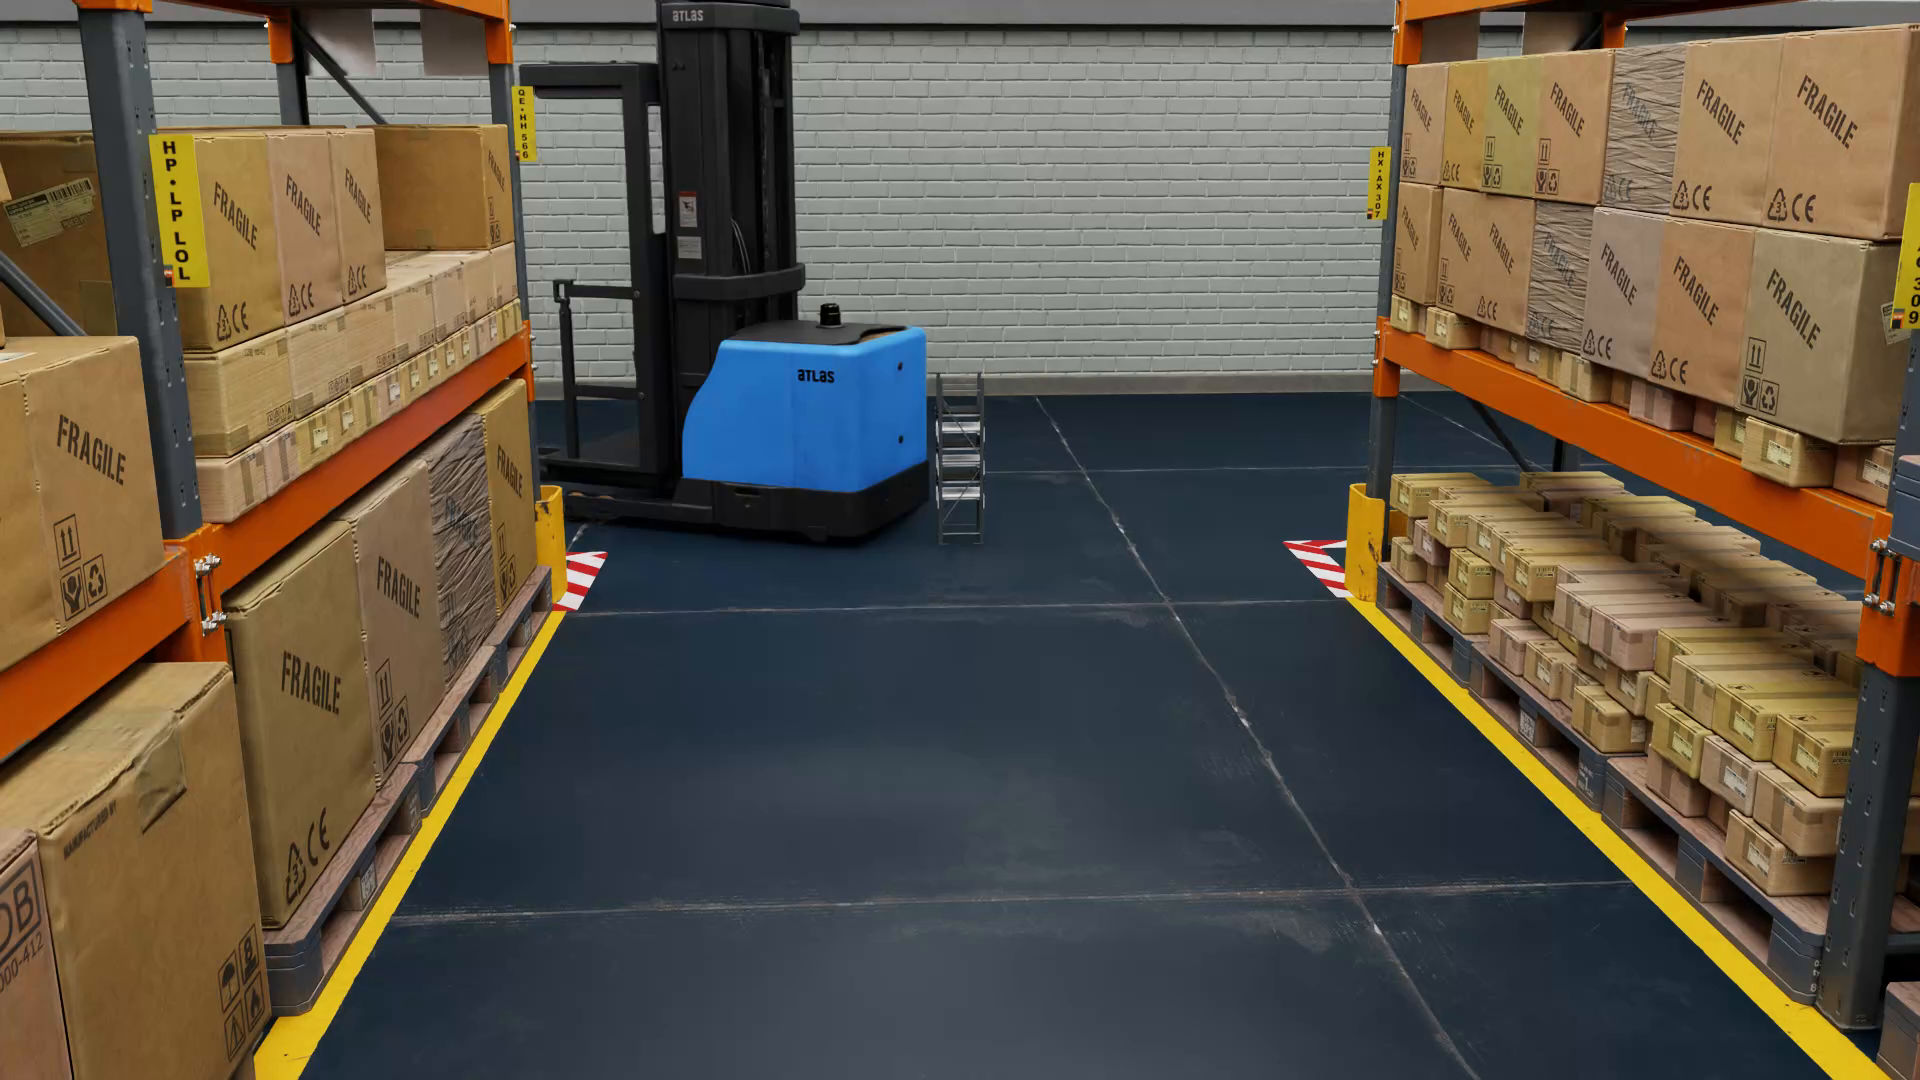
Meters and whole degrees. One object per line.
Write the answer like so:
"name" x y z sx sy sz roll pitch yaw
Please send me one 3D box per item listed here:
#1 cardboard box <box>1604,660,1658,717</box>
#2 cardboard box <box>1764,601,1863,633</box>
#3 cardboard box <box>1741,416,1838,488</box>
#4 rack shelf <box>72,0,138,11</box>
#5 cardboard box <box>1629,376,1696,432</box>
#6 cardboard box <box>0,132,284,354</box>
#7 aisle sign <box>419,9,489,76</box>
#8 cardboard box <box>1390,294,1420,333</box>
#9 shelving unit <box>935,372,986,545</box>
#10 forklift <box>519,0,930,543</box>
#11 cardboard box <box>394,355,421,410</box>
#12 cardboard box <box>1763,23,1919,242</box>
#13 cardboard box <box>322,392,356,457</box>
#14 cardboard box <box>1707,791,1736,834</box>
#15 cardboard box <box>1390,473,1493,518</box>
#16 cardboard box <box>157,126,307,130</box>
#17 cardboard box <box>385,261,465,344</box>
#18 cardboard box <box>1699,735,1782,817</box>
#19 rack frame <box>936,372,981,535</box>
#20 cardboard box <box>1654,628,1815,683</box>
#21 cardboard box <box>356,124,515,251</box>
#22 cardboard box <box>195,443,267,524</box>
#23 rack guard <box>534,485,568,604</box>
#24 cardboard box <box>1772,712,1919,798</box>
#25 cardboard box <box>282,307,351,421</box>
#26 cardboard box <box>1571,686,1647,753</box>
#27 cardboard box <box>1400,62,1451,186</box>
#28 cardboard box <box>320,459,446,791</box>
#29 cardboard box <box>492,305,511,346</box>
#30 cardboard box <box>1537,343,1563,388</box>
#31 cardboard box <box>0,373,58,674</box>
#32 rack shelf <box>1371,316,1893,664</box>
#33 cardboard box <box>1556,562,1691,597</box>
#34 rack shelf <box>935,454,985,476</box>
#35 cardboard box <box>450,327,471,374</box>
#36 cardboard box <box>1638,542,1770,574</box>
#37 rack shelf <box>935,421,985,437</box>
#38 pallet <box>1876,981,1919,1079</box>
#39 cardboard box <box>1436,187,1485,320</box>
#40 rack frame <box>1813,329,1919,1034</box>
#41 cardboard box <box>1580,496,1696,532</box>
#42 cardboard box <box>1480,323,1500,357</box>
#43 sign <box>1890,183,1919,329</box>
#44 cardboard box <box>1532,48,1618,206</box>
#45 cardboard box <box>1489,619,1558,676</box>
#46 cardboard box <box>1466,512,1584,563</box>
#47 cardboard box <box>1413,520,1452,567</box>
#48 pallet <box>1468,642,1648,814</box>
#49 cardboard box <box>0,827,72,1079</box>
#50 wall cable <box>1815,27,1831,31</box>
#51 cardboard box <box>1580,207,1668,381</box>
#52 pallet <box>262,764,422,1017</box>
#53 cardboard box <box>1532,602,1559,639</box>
"cardboard box" 2.362 0.468 5.471 0.380 0.149 0.250 -1 14 -2
"cardboard box" 2.905 0.308 5.494 0.380 0.149 0.250 -1 14 -2
"cardboard box" 2.340 -0.240 4.443 0.380 0.149 0.250 -1 14 -5
"rack shelf" -2.117 -0.787 1.490 1.077 0.370 4.000 -1 14 -3
"cardboard box" 2.345 -0.439 5.216 0.380 0.149 0.250 -2 15 -6
"cardboard box" -2.016 -0.738 4.074 0.500 0.500 0.500 -1 14 -3
"aisle sign" -2.194 -2.457 7.337 0.394 0.787 0.004 -1 14 -3
"cardboard box" 2.161 -1.019 7.472 0.380 0.149 0.250 -1 14 -4
"shelving unit" 0.000 -0.438 8.922 0.258 0.900 0.210 -1 14 -3
"forklift" -1.745 -1.621 9.444 3.031 2.935 1.130 6 16 21
"cardboard box" -2.026 -0.525 5.551 0.380 0.149 0.250 -1 14 -5
"cardboard box" 2.417 -1.021 4.171 0.500 0.500 0.500 -1 14 -5
"cardboard box" -1.979 -0.334 4.807 0.380 0.149 0.250 -1 14 -5
"cardboard box" 2.419 0.787 4.825 0.380 0.149 0.250 0 14 -2
"cardboard box" 2.161 -0.202 7.476 0.380 0.149 0.250 -2 15 -6
"cardboard box" -2.660 -1.233 5.998 0.500 0.500 0.500 -1 14 -5
"cardboard box" -2.131 -0.877 6.121 0.500 0.250 0.500 -1 14 -5
"cardboard box" 2.350 0.661 4.719 0.380 0.149 0.250 -2 15 -6
"rack frame" -0.007 -0.463 9.020 0.240 0.900 0.006 -1 14 -3
"cardboard box" 2.418 0.382 5.205 0.380 0.149 0.250 0 14 -2
"cardboard box" -2.196 -1.493 7.007 0.500 0.500 0.500 -1 14 -3
"cardboard box" -1.927 -0.137 4.045 0.380 0.149 0.250 -1 14 -3
"rack guard" -2.490 0.029 7.908 1.175 0.500 0.348 -1 14 -3
"cardboard box" 2.434 0.573 4.464 0.380 0.149 0.250 0 14 -2
"cardboard box" -2.035 -0.496 4.640 0.500 0.250 0.500 -1 14 -4
"cardboard box" 2.287 0.596 5.569 0.380 0.149 0.250 -1 14 -4
"cardboard box" 2.231 -1.788 7.150 0.500 0.500 0.500 -1 14 -4
"cardboard box" -2.258 0.256 5.433 0.875 0.875 0.875 -1 14 -3
"cardboard box" -2.120 -0.905 7.030 0.380 0.149 0.250 -1 14 -3
"cardboard box" 2.308 -0.632 5.967 0.380 0.149 0.250 0 14 -1
"cardboard box" -1.916 0.007 2.781 0.500 0.500 0.500 0 14 -2
"rack shelf" 2.592 -0.381 5.930 1.077 0.370 4.000 -1 14 -3
"cardboard box" 2.373 0.186 5.968 0.380 0.149 0.250 -1 14 -3
"rack shelf" 0.000 -0.406 8.930 0.258 0.077 0.200 -1 14 -3
"cardboard box" -2.074 -0.716 6.294 0.380 0.149 0.250 -1 14 -5
"cardboard box" 2.785 0.115 6.245 0.380 0.149 0.250 -1 14 -5
"rack shelf" 0.000 -0.580 8.886 0.258 0.077 0.200 -1 14 -3
"pallet" 2.765 1.312 3.502 1.003 0.211 1.213 -1 14 -3
"cardboard box" 2.278 -1.170 6.758 0.500 0.500 0.500 -1 14 -3
"rack frame" 2.716 -0.232 3.907 1.000 3.000 0.127 -1 14 -3
"cardboard box" 2.855 -0.084 7.017 0.380 0.149 0.250 -1 14 -5
"cardboard box" 2.334 -0.827 6.723 0.380 0.149 0.250 0 14 -1
"sign" 2.174 -0.641 3.759 0.100 0.325 0.005 -1 14 -3
"cardboard box" 2.313 -1.406 5.666 0.500 0.500 0.500 -1 14 -5
"cardboard box" 2.247 0.402 6.323 0.380 0.149 0.250 -2 15 -6
"cardboard box" 2.284 -0.010 6.730 0.380 0.149 0.250 -2 15 -6
"cardboard box" 2.205 0.010 7.250 0.380 0.149 0.250 -1 14 -4
"pallet" 2.560 0.648 6.084 1.003 0.211 1.213 -1 14 -3
"cardboard box" -2.125 1.026 2.439 1.225 0.875 0.875 -1 14 -5
"wall cable" 7.029 -3.237 13.487 0.585 1.953 0.123 -1 14 -3
"cardboard box" 2.343 -0.793 5.291 0.500 0.500 0.500 -1 14 -4
"pallet" -2.210 0.980 4.795 1.003 0.211 1.213 -1 14 -3
"cardboard box" 2.385 0.266 6.253 0.380 0.149 0.250 0 14 -1
